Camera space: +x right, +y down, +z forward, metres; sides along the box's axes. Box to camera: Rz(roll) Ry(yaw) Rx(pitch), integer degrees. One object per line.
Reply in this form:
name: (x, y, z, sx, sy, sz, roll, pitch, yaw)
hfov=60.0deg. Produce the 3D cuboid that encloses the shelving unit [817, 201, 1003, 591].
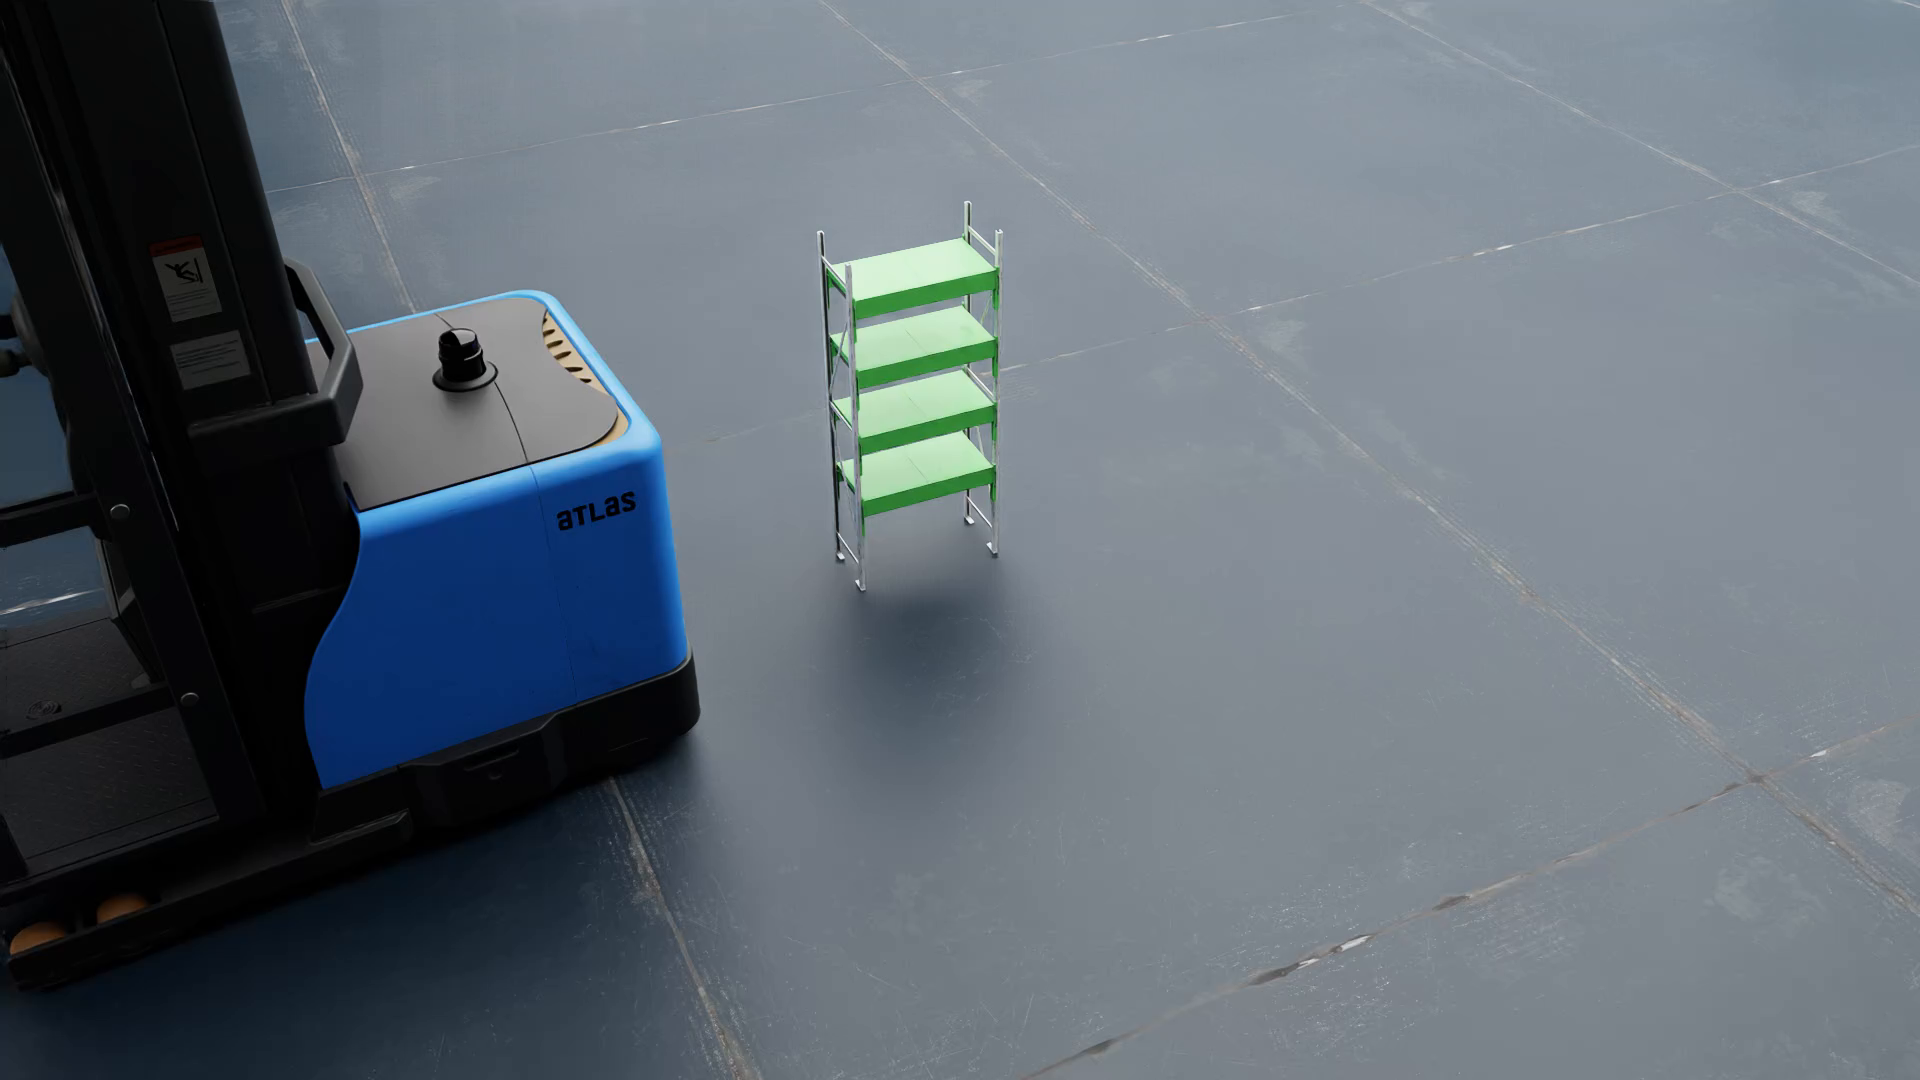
shelving unit: (-0.150, -0.440, 5.336, 0.503, 1.200, 0.258, -16, 39, -20)

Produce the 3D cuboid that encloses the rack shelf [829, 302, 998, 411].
rack shelf: (-0.150, -0.581, 5.231, 0.480, 0.148, 0.258, -16, 39, -20)

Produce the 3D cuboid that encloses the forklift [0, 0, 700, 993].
forklift: (-2.310, -0.407, 3.838, 3.031, 2.935, 1.130, -18, 40, -23)

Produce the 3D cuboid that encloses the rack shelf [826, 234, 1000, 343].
rack shelf: (-0.150, -0.774, 5.088, 0.480, 0.148, 0.258, -16, 39, -20)

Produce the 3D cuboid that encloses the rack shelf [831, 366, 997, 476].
rack shelf: (-0.150, -0.389, 5.374, 0.480, 0.148, 0.258, -16, 39, -20)

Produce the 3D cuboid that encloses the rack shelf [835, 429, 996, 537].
rack shelf: (-0.150, -0.196, 5.517, 0.480, 0.148, 0.258, -16, 39, -20)

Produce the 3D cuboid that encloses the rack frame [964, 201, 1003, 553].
rack frame: (0.071, -0.502, 5.419, 0.015, 1.200, 0.240, -16, 39, -20)

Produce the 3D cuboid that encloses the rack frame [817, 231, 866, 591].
rack frame: (-0.371, -0.378, 5.253, 0.015, 1.200, 0.240, -16, 39, -20)
